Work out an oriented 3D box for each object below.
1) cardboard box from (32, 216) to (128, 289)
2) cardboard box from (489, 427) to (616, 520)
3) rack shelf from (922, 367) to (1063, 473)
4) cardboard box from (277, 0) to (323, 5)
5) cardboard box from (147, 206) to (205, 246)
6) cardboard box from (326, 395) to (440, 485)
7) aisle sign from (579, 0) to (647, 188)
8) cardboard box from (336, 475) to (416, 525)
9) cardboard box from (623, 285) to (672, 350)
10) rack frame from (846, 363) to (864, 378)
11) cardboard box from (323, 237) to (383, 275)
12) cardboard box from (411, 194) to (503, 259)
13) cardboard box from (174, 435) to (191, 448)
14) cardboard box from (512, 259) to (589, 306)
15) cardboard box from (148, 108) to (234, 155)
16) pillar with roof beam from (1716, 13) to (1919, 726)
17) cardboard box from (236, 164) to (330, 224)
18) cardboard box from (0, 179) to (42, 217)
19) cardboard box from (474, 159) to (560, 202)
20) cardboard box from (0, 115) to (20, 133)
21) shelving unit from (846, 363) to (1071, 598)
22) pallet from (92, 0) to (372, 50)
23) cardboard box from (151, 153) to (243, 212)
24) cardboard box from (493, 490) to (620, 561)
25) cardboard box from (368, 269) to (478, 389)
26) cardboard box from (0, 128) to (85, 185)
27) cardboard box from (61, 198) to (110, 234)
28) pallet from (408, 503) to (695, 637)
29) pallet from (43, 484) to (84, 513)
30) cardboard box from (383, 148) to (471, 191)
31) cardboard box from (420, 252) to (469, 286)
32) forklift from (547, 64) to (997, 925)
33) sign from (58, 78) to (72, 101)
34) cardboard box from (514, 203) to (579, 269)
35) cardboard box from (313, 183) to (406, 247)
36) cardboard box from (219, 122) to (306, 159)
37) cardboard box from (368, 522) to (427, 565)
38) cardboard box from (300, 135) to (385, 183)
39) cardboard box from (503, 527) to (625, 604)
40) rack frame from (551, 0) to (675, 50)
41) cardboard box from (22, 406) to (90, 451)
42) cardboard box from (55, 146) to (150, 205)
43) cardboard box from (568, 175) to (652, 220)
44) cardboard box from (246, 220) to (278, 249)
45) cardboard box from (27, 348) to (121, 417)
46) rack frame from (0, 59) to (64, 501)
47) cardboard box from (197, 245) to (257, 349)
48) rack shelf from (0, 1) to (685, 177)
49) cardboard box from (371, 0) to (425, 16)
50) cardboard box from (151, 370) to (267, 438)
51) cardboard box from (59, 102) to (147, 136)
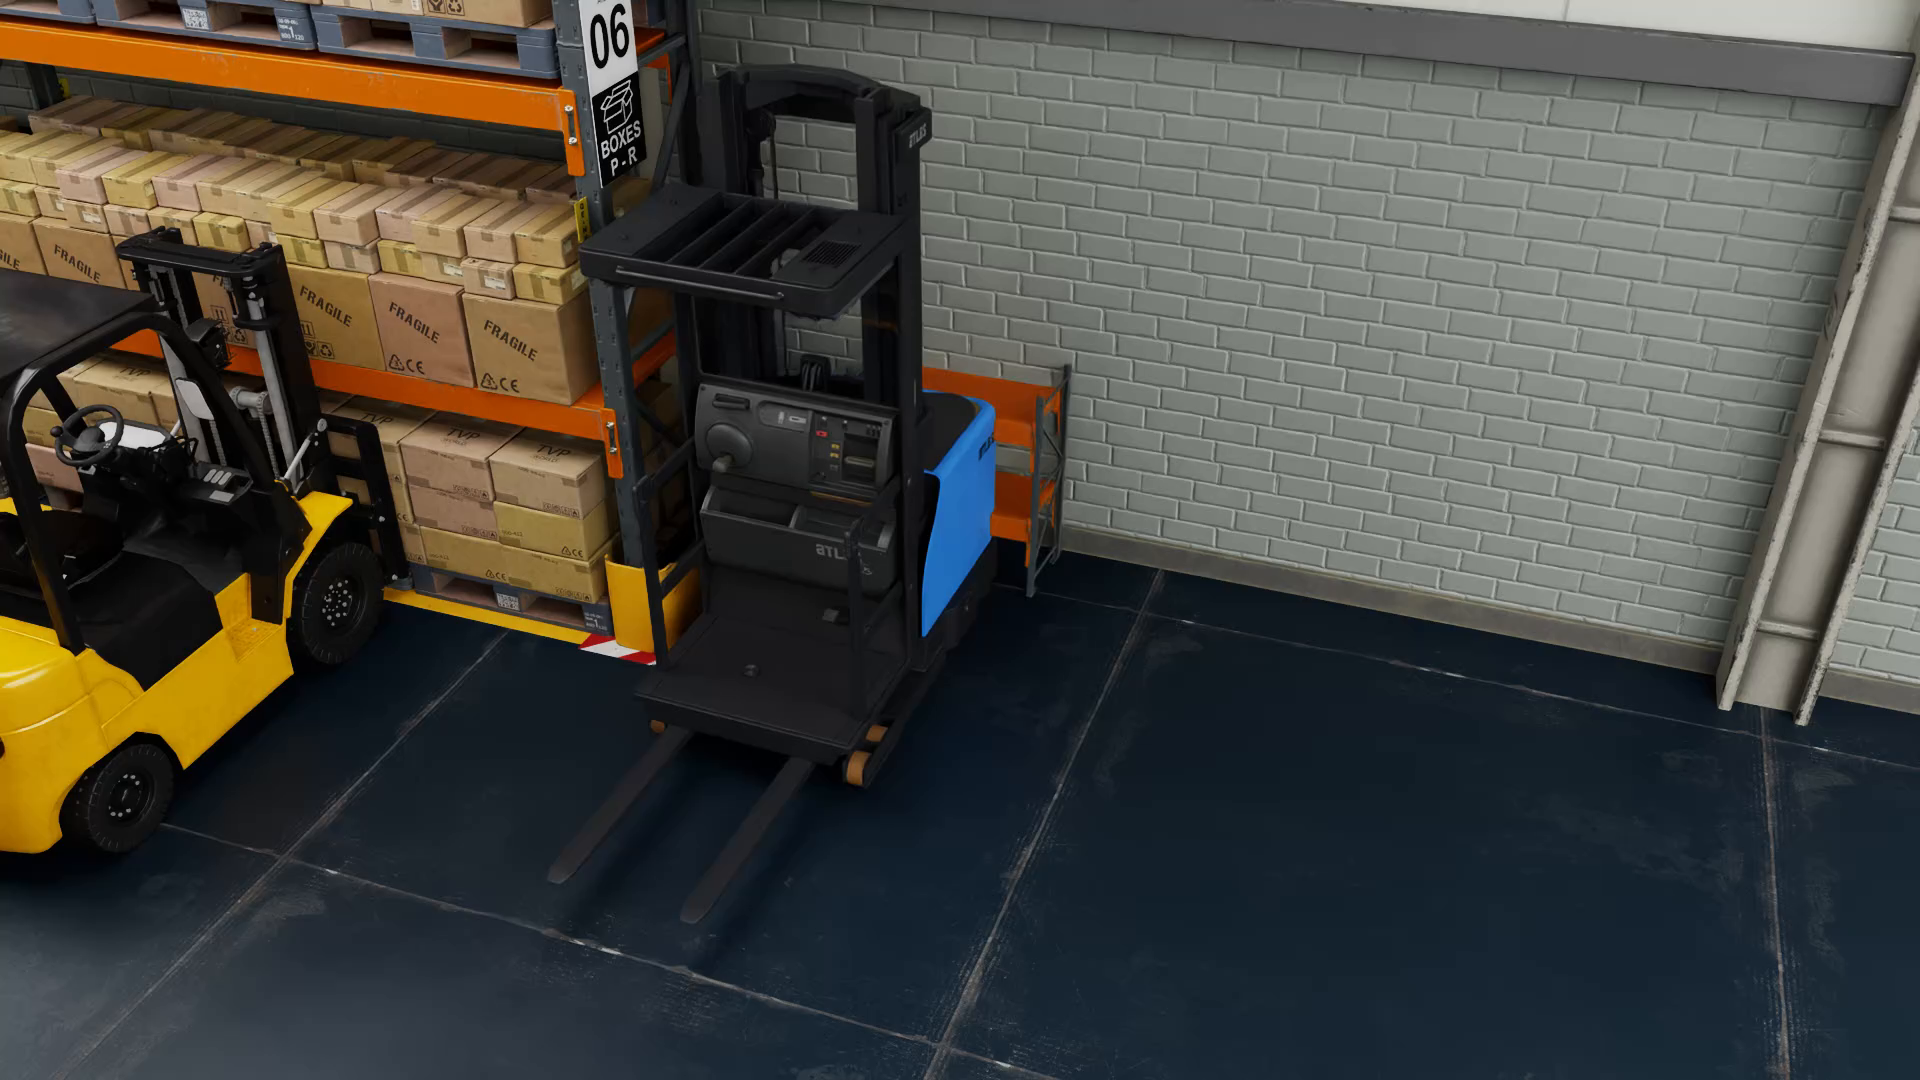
[{"bbox_3d":[-4.368,-1.479,8.651,0.500,0.500,0.500,12,35,17],"label":"cardboard box"},{"bbox_3d":[-1.967,-0.373,8.256,0.500,0.250,0.500,12,35,18],"label":"cardboard box"},{"bbox_3d":[-0.010,-0.658,8.631,1.000,0.278,0.538,11,29,17],"label":"rack shelf"},{"bbox_3d":[-2.858,-2.722,7.332,0.500,0.500,0.700,11,35,17],"label":"cardboard box"},{"bbox_3d":[-3.787,-1.611,8.258,0.250,0.149,0.380,10,34,15],"label":"cardboard box"},{"bbox_3d":[-2.928,-0.550,8.531,0.500,0.250,0.500,11,35,17],"label":"cardboard box"},{"bbox_3d":[-1.465,-1.937,7.055,0.004,0.787,0.394,11,34,16],"label":"aisle sign"},{"bbox_3d":[-2.954,-0.348,8.679,0.500,0.250,0.500,10,34,15],"label":"cardboard box"},{"bbox_3d":[-1.801,-1.281,8.344,0.500,0.500,0.500,12,35,18],"label":"cardboard box"},{"bbox_3d":[-0.494,-0.493,8.918,0.032,1.125,0.500,11,29,17],"label":"rack frame"},{"bbox_3d":[-2.820,-1.428,7.973,0.250,0.149,0.380,10,34,15],"label":"cardboard box"},{"bbox_3d":[-2.335,-1.467,7.761,0.250,0.149,0.380,12,35,18],"label":"cardboard box"},{"bbox_3d":[-3.898,-0.534,8.967,0.500,0.250,0.500,11,34,16],"label":"cardboard box"},{"bbox_3d":[-1.849,-1.241,7.685,0.250,0.149,0.380,12,35,17],"label":"cardboard box"},{"bbox_3d":[-4.059,-2.151,8.820,0.250,0.149,0.380,10,34,16],"label":"cardboard box"},{"bbox_3d":[2.416,-0.818,2.189,0.400,9.000,9.100,11,34,16],"label":"pillar with roof beam"},{"bbox_3d":[-3.282,-1.681,8.093,0.250,0.149,0.380,12,35,17],"label":"cardboard box"},{"bbox_3d":[-4.738,-1.814,8.571,0.250,0.149,0.380,12,35,18],"label":"cardboard box"},{"bbox_3d":[-2.161,-1.723,8.156,0.250,0.149,0.380,12,35,17],"label":"cardboard box"},{"bbox_3d":[-5.452,-2.227,9.211,0.250,0.149,0.380,10,34,15],"label":"cardboard box"},{"bbox_3d":[-0.017,-0.400,8.768,1.048,1.125,0.538,11,29,17],"label":"shelving unit"},{"bbox_3d":[-3.237,-2.594,7.787,1.213,0.211,1.003,11,34,16],"label":"pallet"},{"bbox_3d":[-3.754,-1.773,8.234,0.250,0.149,0.380,11,34,16],"label":"cardboard box"},{"bbox_3d":[-1.992,-0.167,8.398,0.500,0.250,0.500,11,34,16],"label":"cardboard box"},{"bbox_3d":[-2.465,-1.104,8.070,0.500,0.500,0.500,12,35,18],"label":"cardboard box"},{"bbox_3d":[-4.711,-1.975,8.548,0.250,0.149,0.380,12,35,17],"label":"cardboard box"},{"bbox_3d":[-4.276,-1.697,8.391,0.250,0.149,0.380,12,35,18],"label":"cardboard box"},{"bbox_3d":[-2.162,0.046,8.951,1.213,0.211,1.003,11,34,16],"label":"pallet"},{"bbox_3d":[-4.459,-0.400,9.643,1.213,0.211,1.003,11,34,16],"label":"pallet"},{"bbox_3d":[-2.645,-1.811,8.293,0.250,0.149,0.380,12,35,18],"label":"cardboard box"},{"bbox_3d":[-2.323,-1.352,7.856,0.250,0.149,0.380,12,35,17],"label":"cardboard box"},{"bbox_3d":[-0.808,-0.376,7.098,1.130,2.935,3.031,12,35,18],"label":"forklift"},{"bbox_3d":[-5.008,-2.419,9.328,0.005,0.325,0.100,11,34,16],"label":"sign"},{"bbox_3d":[-1.837,-1.404,7.662,0.250,0.149,0.380,11,34,17],"label":"cardboard box"},{"bbox_3d":[-2.827,-1.542,7.876,0.250,0.149,0.380,12,35,18],"label":"cardboard box"},{"bbox_3d":[-3.597,-2.023,8.621,0.250,0.149,0.380,11,34,16],"label":"cardboard box"},{"bbox_3d":[-2.910,-0.144,8.824,0.500,0.250,0.500,11,35,17],"label":"cardboard box"},{"bbox_3d":[-3.119,-1.914,8.453,0.250,0.149,0.380,11,34,17],"label":"cardboard box"},{"bbox_3d":[-1.977,0.048,8.527,0.500,0.250,0.500,11,35,17],"label":"cardboard box"},{"bbox_3d":[-1.428,-3.527,6.384,0.127,3.000,1.000,11,34,16],"label":"rack frame"},{"bbox_3d":[-4.843,-0.724,9.260,0.500,0.250,0.500,11,34,16],"label":"cardboard box"},{"bbox_3d":[-4.266,-1.825,8.314,0.250,0.149,0.380,12,35,18],"label":"cardboard box"},{"bbox_3d":[-1.672,-1.616,7.992,0.250,0.149,0.380,10,34,16],"label":"cardboard box"},{"bbox_3d":[-3.270,-1.555,8.171,0.250,0.149,0.380,11,34,16],"label":"cardboard box"},{"bbox_3d":[-4.844,-0.931,9.120,0.500,0.250,0.500,10,34,16],"label":"cardboard box"},{"bbox_3d":[-5.194,-1.738,9.145,0.127,3.000,1.000,11,34,16],"label":"rack frame"},{"bbox_3d":[-3.425,-1.284,8.349,0.500,0.500,0.500,11,35,17],"label":"cardboard box"},{"bbox_3d":[-3.311,-2.330,7.960,4.000,0.370,1.077,11,34,16],"label":"rack shelf"},{"bbox_3d":[-2.311,-2.376,7.119,0.250,0.149,0.380,10,34,15],"label":"cardboard box"},{"bbox_3d":[-3.894,-0.747,8.836,0.500,0.250,0.500,12,35,18],"label":"cardboard box"},{"bbox_3d":[-4.569,-2.207,8.906,0.250,0.149,0.380,10,34,15],"label":"cardboard box"}]
